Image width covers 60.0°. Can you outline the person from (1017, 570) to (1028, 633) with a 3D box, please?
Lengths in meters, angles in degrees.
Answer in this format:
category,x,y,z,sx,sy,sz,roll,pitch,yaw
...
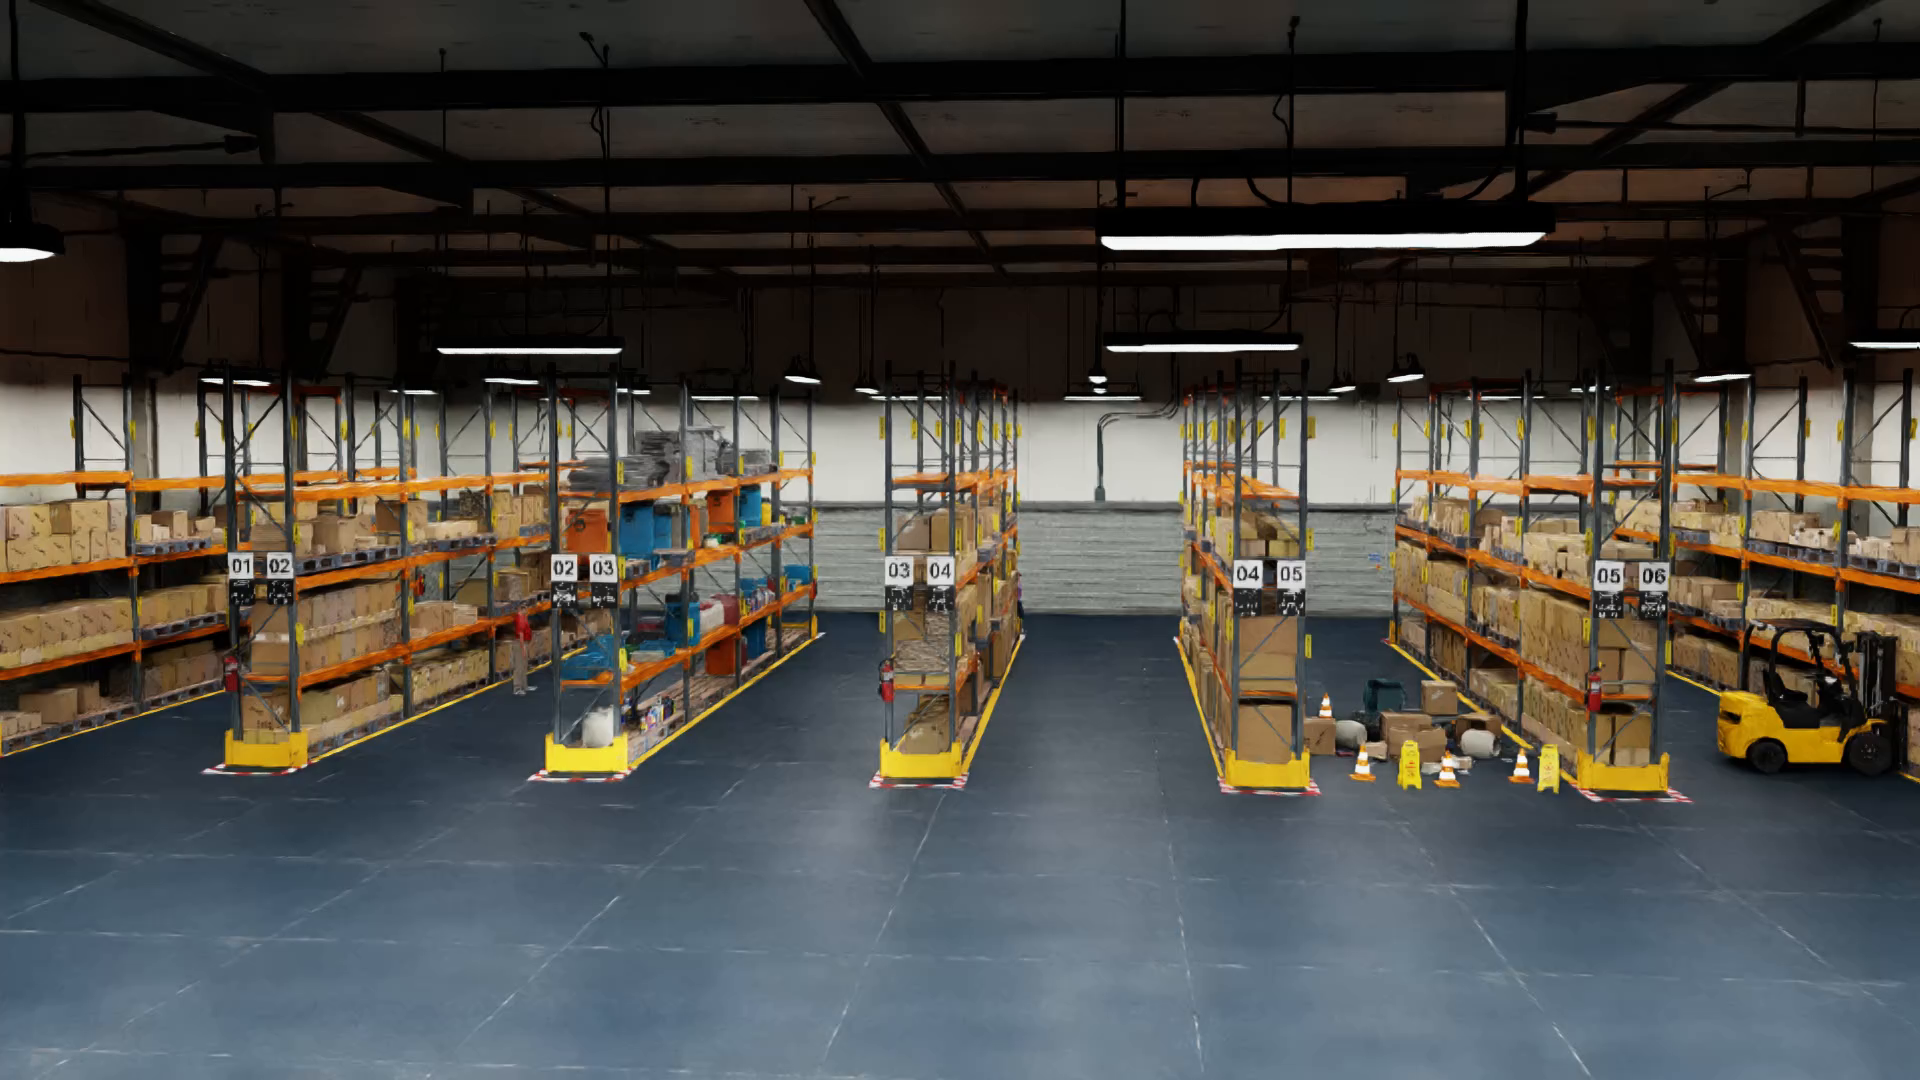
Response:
category,x,y,z,sx,sy,sz,roll,pitch,yaw
person,1.345,1.510,41.035,0.509,1.579,0.501,3,5,43

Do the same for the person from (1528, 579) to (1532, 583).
category,x,y,z,sx,sy,sz,roll,pitch,yaw
person,13.432,1.518,39.566,0.481,1.784,0.745,-2,4,-22

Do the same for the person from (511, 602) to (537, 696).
category,x,y,z,sx,sy,sz,roll,pitch,yaw
person,-8.274,2.048,31.563,0.476,1.738,0.625,-1,4,-18
